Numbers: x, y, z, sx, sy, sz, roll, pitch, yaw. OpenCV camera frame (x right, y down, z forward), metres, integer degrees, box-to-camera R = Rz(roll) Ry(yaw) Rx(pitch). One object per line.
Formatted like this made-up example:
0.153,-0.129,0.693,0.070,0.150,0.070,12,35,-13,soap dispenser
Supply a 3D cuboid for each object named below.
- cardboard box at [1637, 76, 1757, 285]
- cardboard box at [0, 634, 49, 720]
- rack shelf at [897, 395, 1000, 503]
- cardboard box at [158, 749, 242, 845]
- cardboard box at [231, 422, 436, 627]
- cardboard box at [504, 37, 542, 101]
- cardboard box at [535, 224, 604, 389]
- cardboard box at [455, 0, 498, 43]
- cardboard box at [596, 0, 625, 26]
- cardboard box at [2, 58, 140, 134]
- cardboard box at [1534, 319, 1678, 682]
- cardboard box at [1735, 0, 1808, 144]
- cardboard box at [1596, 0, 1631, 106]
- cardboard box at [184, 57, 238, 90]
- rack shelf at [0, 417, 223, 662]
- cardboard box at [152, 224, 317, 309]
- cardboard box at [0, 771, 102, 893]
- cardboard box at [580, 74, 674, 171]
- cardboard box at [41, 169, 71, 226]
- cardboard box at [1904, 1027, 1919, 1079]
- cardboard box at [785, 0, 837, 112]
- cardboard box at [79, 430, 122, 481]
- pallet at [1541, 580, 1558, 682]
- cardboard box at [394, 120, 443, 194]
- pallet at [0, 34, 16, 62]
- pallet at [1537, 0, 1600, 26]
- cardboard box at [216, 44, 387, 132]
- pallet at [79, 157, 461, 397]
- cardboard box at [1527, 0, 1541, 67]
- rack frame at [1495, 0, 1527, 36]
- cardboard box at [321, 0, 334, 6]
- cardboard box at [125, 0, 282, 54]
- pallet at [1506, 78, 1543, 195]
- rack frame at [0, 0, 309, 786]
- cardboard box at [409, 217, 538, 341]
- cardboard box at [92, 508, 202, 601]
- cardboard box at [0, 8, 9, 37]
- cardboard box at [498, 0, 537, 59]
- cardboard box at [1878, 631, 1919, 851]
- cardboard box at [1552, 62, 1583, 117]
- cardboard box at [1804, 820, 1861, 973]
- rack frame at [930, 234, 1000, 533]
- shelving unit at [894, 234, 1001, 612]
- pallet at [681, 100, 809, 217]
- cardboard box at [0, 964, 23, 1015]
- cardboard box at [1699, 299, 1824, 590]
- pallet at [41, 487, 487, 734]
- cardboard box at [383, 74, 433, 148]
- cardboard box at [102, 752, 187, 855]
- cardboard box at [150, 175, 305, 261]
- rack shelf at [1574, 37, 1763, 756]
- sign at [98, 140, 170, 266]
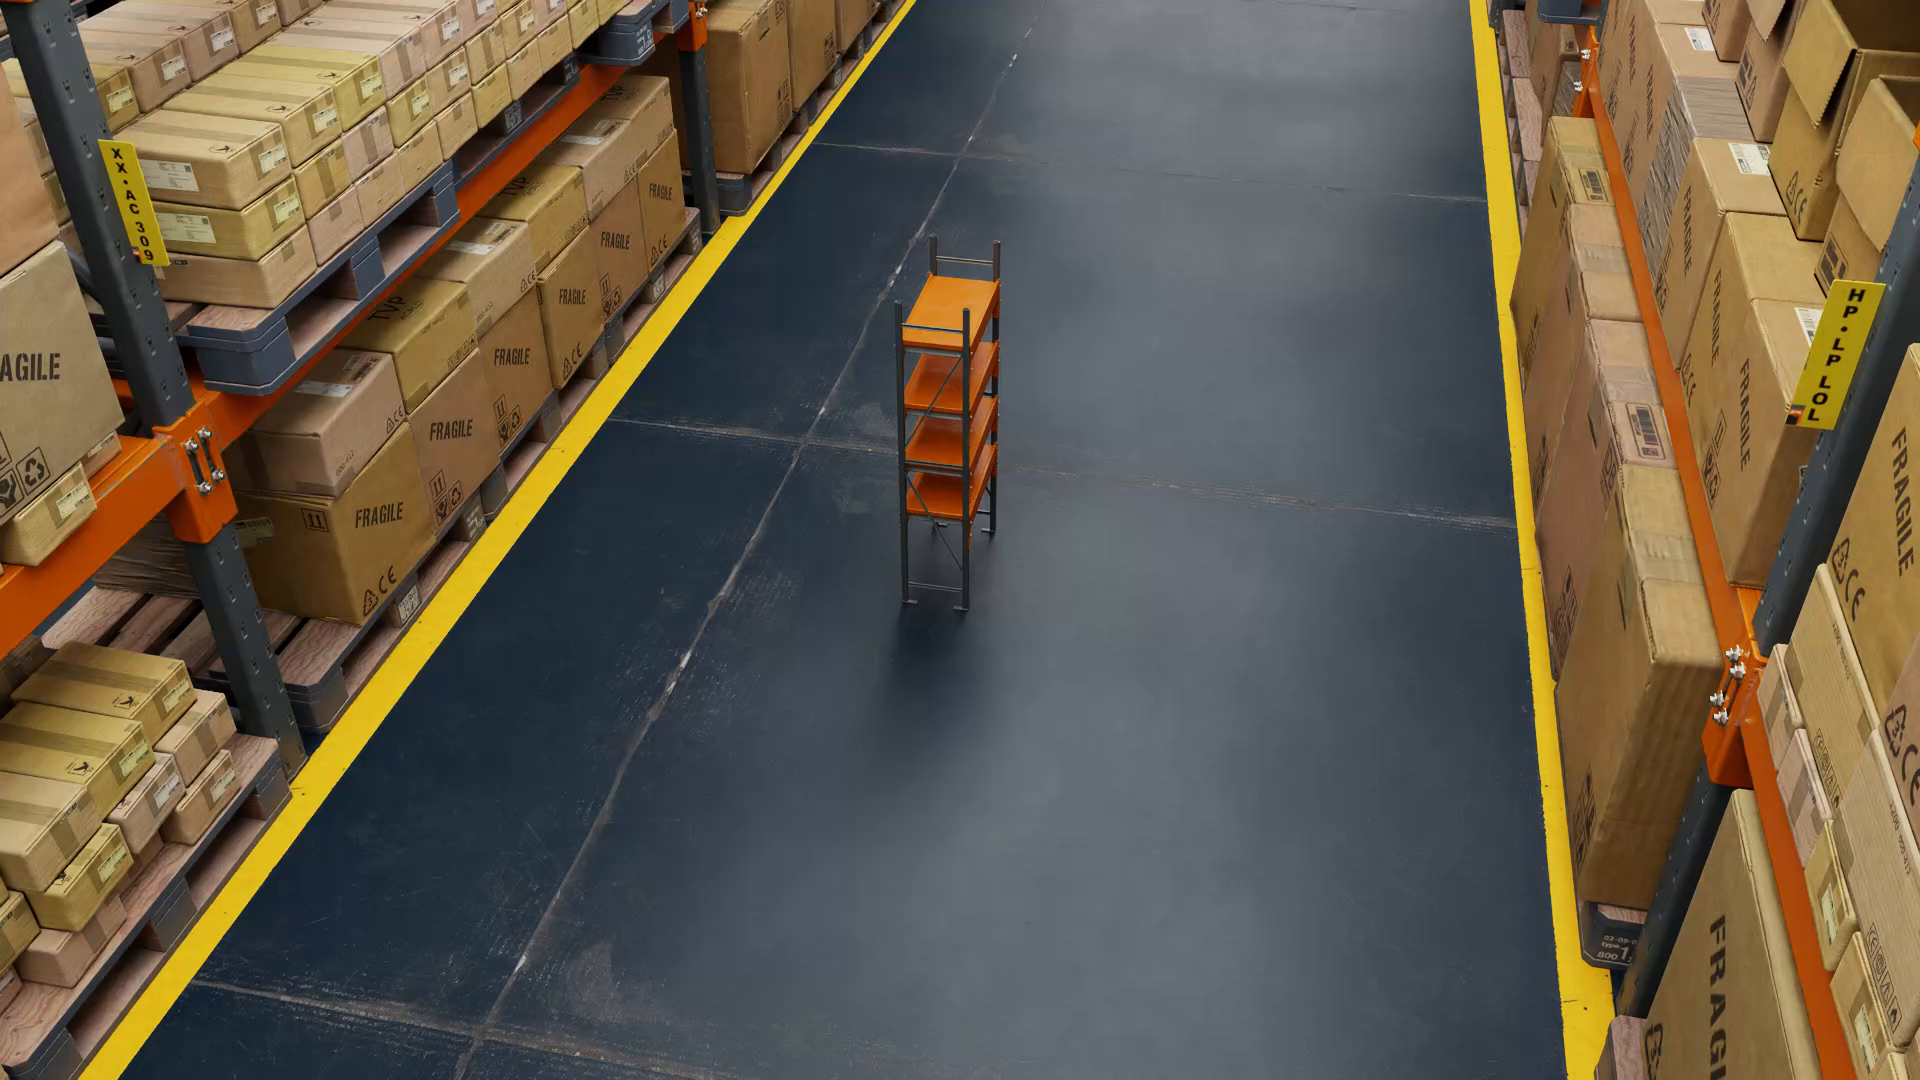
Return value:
2.417,-1.074,5.091,0.500,0.500,0.500,7,37,10,cardboard box
-2.845,0.374,4.743,0.380,0.149,0.250,9,37,12,cardboard box
-0.035,-0.336,5.806,0.258,0.148,0.480,7,37,10,rack shelf
-2.320,0.711,4.785,0.380,0.149,0.250,8,37,11,cardboard box
-2.152,-0.089,5.590,0.500,0.500,0.500,9,37,12,cardboard box
-1.705,-1.671,5.856,0.380,0.149,0.250,6,36,8,cardboard box
-1.811,-0.980,6.818,0.500,0.500,0.500,6,36,8,cardboard box
-1.760,-1.760,5.471,0.380,0.149,0.250,9,37,12,cardboard box
-1.537,-2.130,6.489,0.380,0.149,0.250,7,36,9,cardboard box
-2.617,-1.259,4.780,0.380,0.149,0.250,6,36,9,cardboard box
2.562,-0.053,5.220,1.225,0.875,0.875,6,36,8,cardboard box
2.659,-1.426,4.721,0.797,0.503,0.637,8,37,11,cardboard box
2.740,-1.951,6.300,0.500,0.500,0.500,8,37,11,cardboard box
-2.512,-1.433,5.274,0.380,0.149,0.250,6,36,8,cardboard box
-2.996,0.897,3.070,1.077,0.370,4.000,7,37,10,rack shelf
-2.036,-0.778,4.623,0.380,0.149,0.250,6,36,8,cardboard box
-2.453,0.734,4.246,0.380,0.149,0.250,7,37,10,cardboard box
-1.605,-1.871,7.409,0.500,0.250,0.500,6,36,9,cardboard box
-2.677,-0.983,4.653,0.380,0.149,0.250,8,37,11,cardboard box
1.682,0.898,2.330,0.500,0.250,0.500,8,37,11,cardboard box
-1.313,-2.933,9.300,1.050,0.750,0.750,8,37,11,cardboard box
-2.401,-0.246,4.248,0.380,0.149,0.250,7,37,9,cardboard box
2.605,0.114,5.912,1.003,0.211,1.213,7,37,10,pallet
-1.870,-1.224,5.239,0.380,0.149,0.250,8,37,10,cardboard box
-6.404,-2.716,9.817,1.003,0.211,1.213,7,37,10,pallet
3.157,-2.499,7.305,1.213,0.211,1.003,7,37,10,pallet
-1.925,-1.326,4.872,0.380,0.149,0.250,8,37,10,cardboard box
-2.264,-0.883,5.076,1.003,0.211,1.213,7,37,10,pallet
3.691,-2.994,9.579,0.700,0.500,0.500,7,37,10,cardboard box
3.964,-4.448,9.831,1.000,3.000,0.127,7,37,10,rack frame
-2.341,-1.877,5.887,0.380,0.149,0.250,9,37,12,cardboard box
-2.449,-1.698,5.386,0.380,0.149,0.250,6,36,8,cardboard box
3.540,-2.171,9.065,1.003,0.211,1.213,7,37,10,pallet
-2.569,-0.541,4.441,1.000,3.000,0.127,7,37,10,rack frame
-1.928,-0.991,6.194,0.500,0.250,0.500,9,37,12,cardboard box
-2.657,-0.155,5.680,0.500,0.500,0.500,7,36,9,cardboard box
-6.292,-3.250,10.059,0.950,0.372,0.625,7,36,9,cardboard box
-1.703,-1.795,5.773,0.380,0.149,0.250,7,36,9,cardboard box
1.790,0.299,2.517,0.500,0.500,0.500,7,37,10,cardboard box
3.339,-2.027,8.246,0.700,0.500,0.500,4,36,6,cardboard box
1.755,0.670,2.984,0.380,0.149,0.250,8,37,11,cardboard box
0.017,-0.531,5.960,0.240,1.200,0.015,7,37,10,rack frame
-0.035,-0.391,5.767,0.258,1.200,0.503,7,37,10,shelving unit
-1.473,-2.148,9.034,1.003,0.211,1.213,7,37,10,pallet
-2.625,1.145,4.186,0.380,0.149,0.250,6,36,9,cardboard box
2.088,-0.204,3.891,0.500,0.500,0.500,7,37,10,cardboard box
-2.404,0.141,5.875,1.003,0.211,1.213,7,37,10,pallet
-1.872,-1.344,5.151,0.380,0.149,0.250,6,36,8,cardboard box
-2.371,0.700,4.546,0.380,0.149,0.250,6,36,8,cardboard box
-2.036,-0.898,4.536,0.380,0.149,0.250,8,37,11,cardboard box
2.682,-0.717,5.296,1.077,0.370,4.000,7,37,10,rack shelf
-2.037,-0.828,4.099,0.100,0.325,0.005,7,37,10,sign
